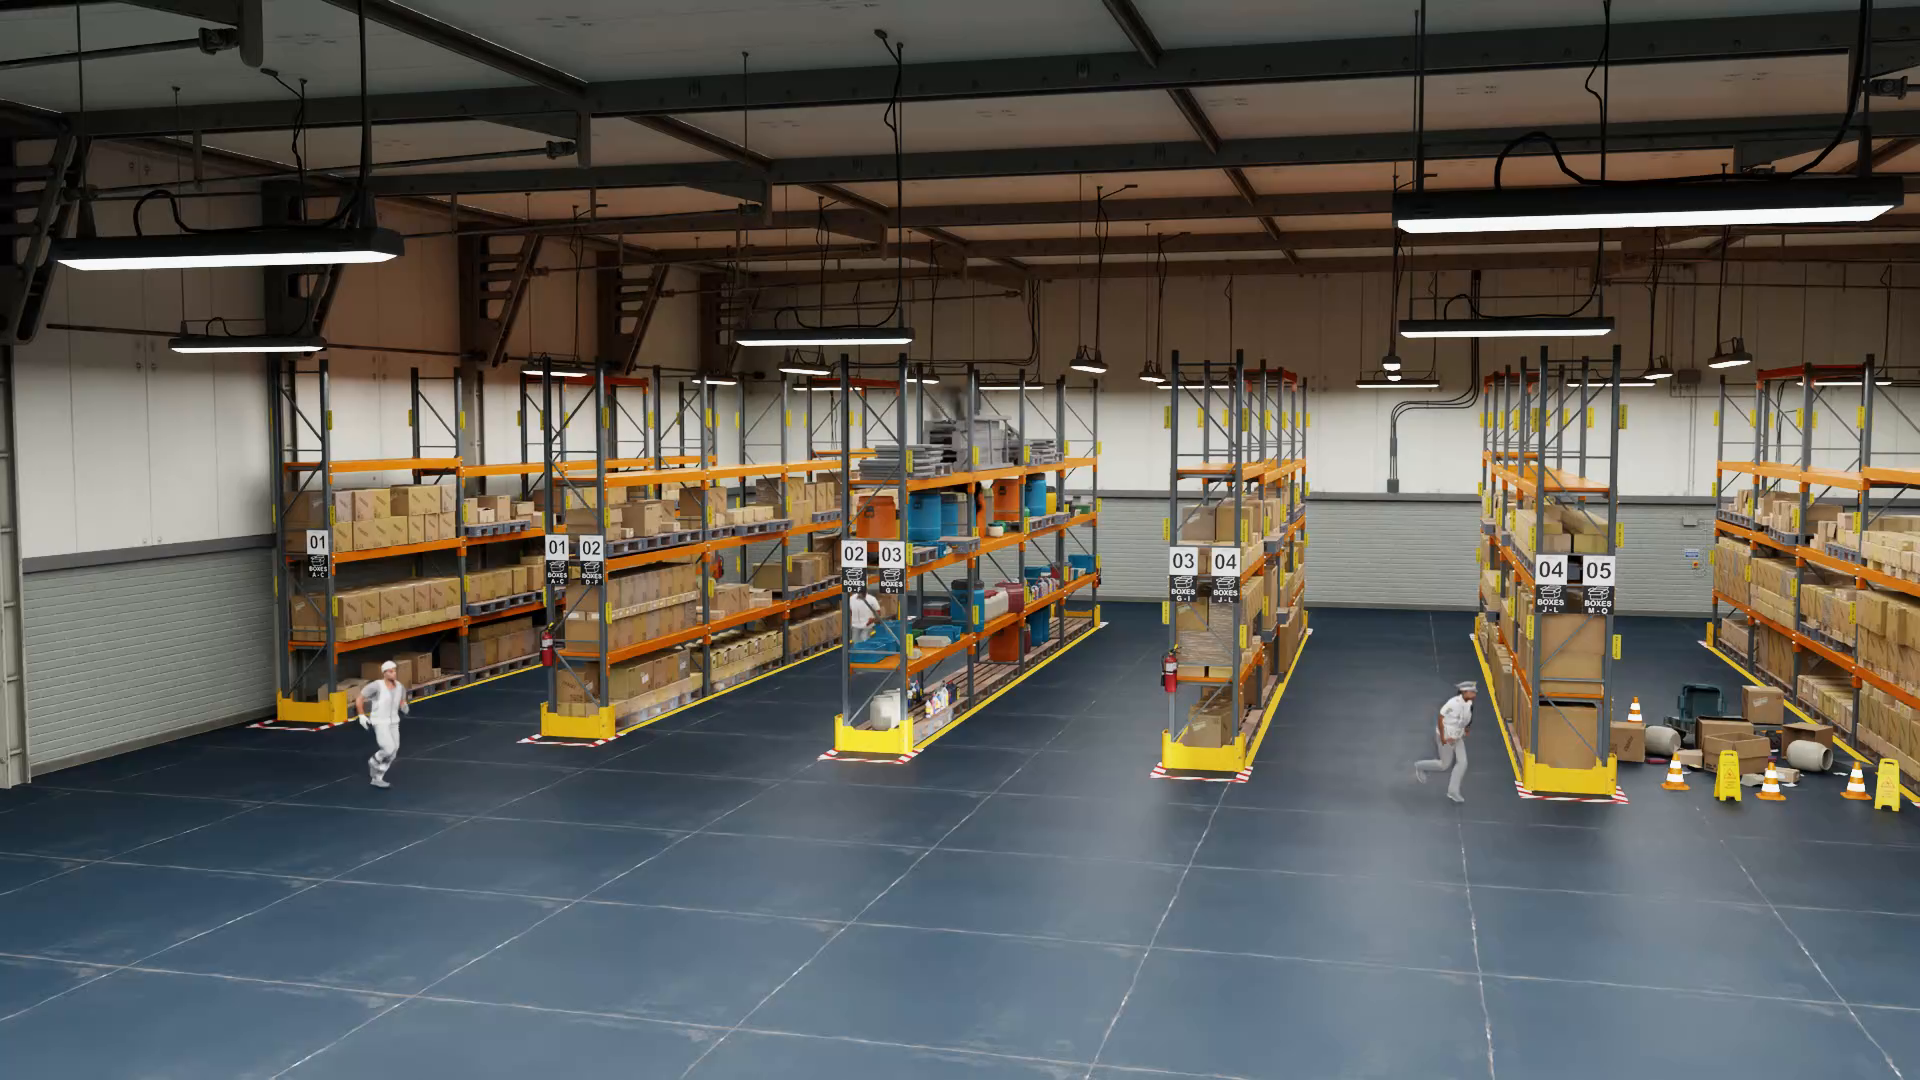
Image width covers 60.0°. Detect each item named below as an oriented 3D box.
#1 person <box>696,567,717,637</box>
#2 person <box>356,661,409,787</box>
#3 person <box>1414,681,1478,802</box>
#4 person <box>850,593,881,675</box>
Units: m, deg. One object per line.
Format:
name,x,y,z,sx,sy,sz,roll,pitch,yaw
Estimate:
person,-5.932,1.421,38.633,0.581,1.630,0.566,1,4,12
person,-7.767,2.508,22.583,0.616,1.733,0.661,3,5,34
person,6.460,2.642,22.089,0.863,1.626,0.575,4,6,42
person,-1.811,1.624,30.940,0.691,1.741,0.572,1,4,14
